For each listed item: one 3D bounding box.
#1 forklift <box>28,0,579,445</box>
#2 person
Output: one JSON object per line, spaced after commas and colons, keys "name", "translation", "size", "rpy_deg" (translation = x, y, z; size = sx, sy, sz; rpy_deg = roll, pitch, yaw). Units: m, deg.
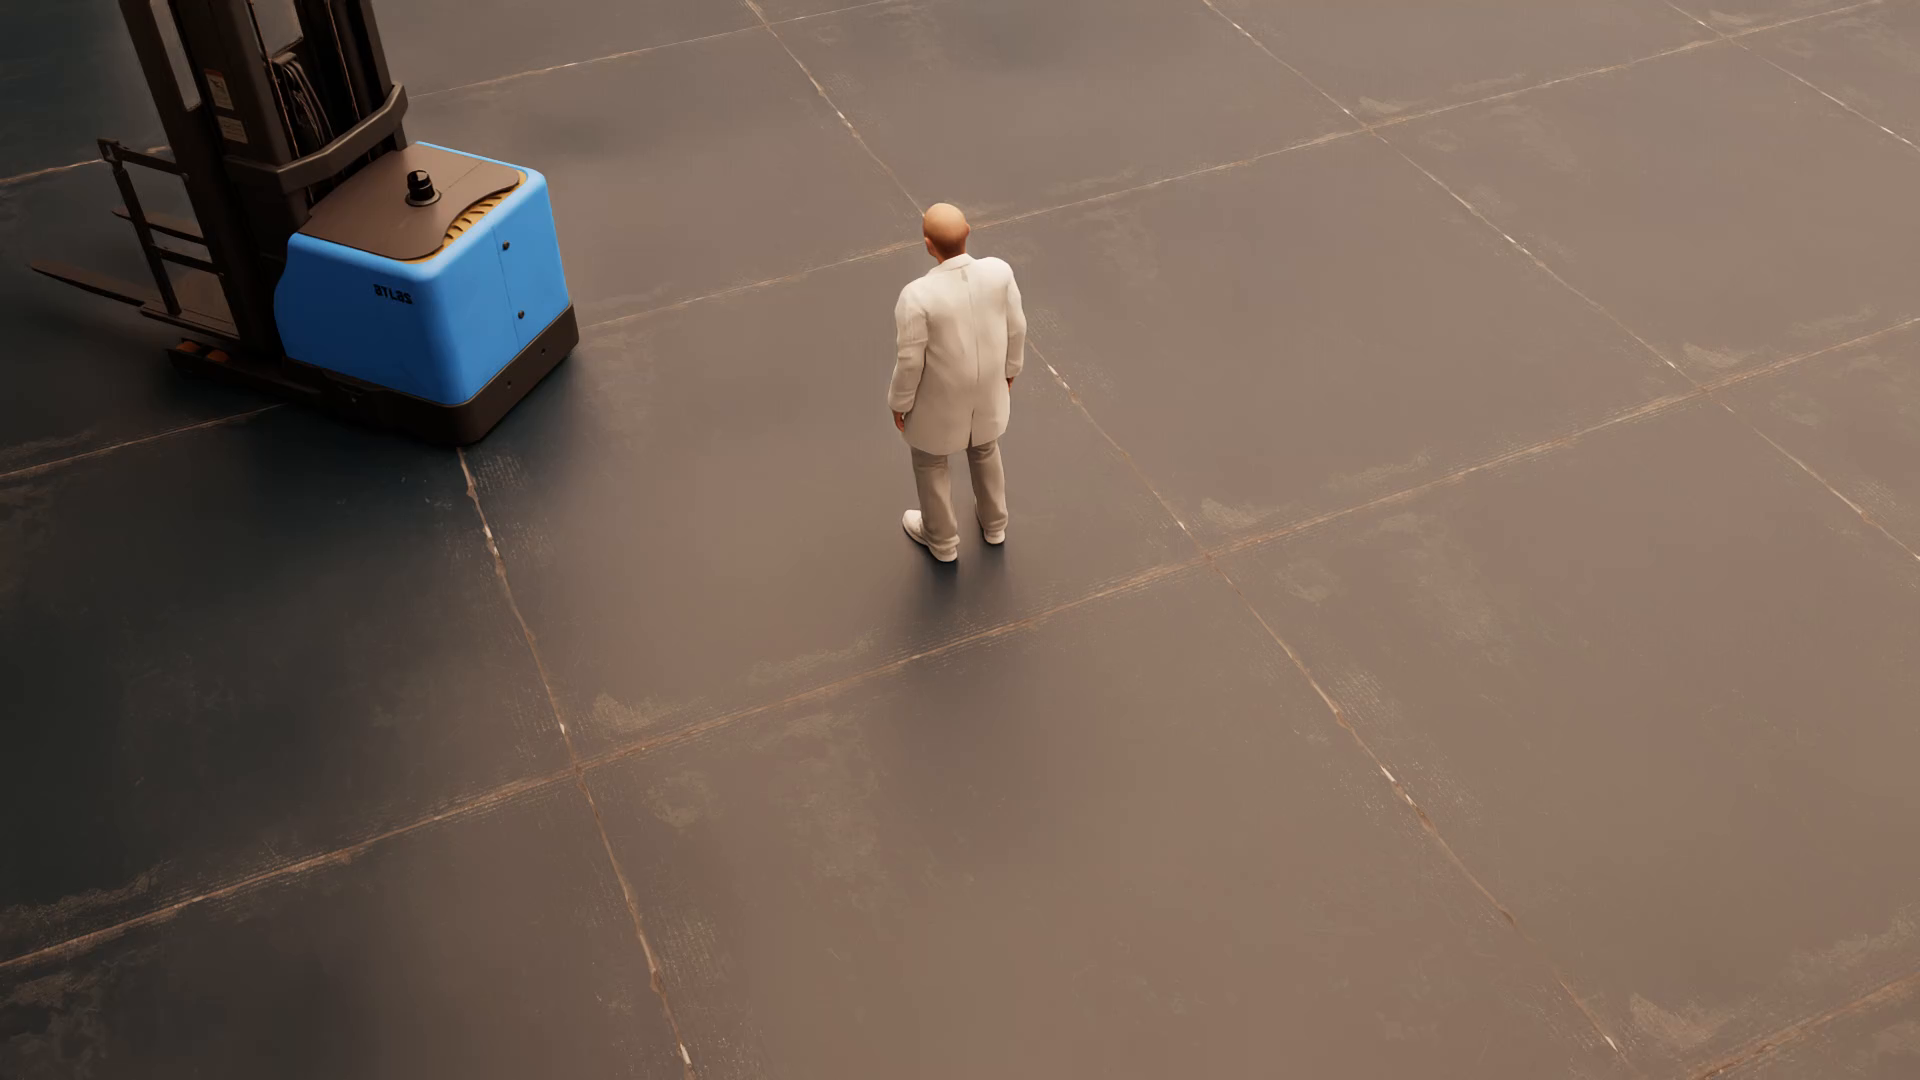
{"name": "forklift", "translation": [-3.593, -2.210, 8.048], "size": [3.031, 2.935, 1.130], "rpy_deg": [17, 46, 17]}
{"name": "person", "translation": [-0.022, -0.665, 7.241], "size": [0.644, 1.773, 0.431], "rpy_deg": [-19, 46, -19]}
